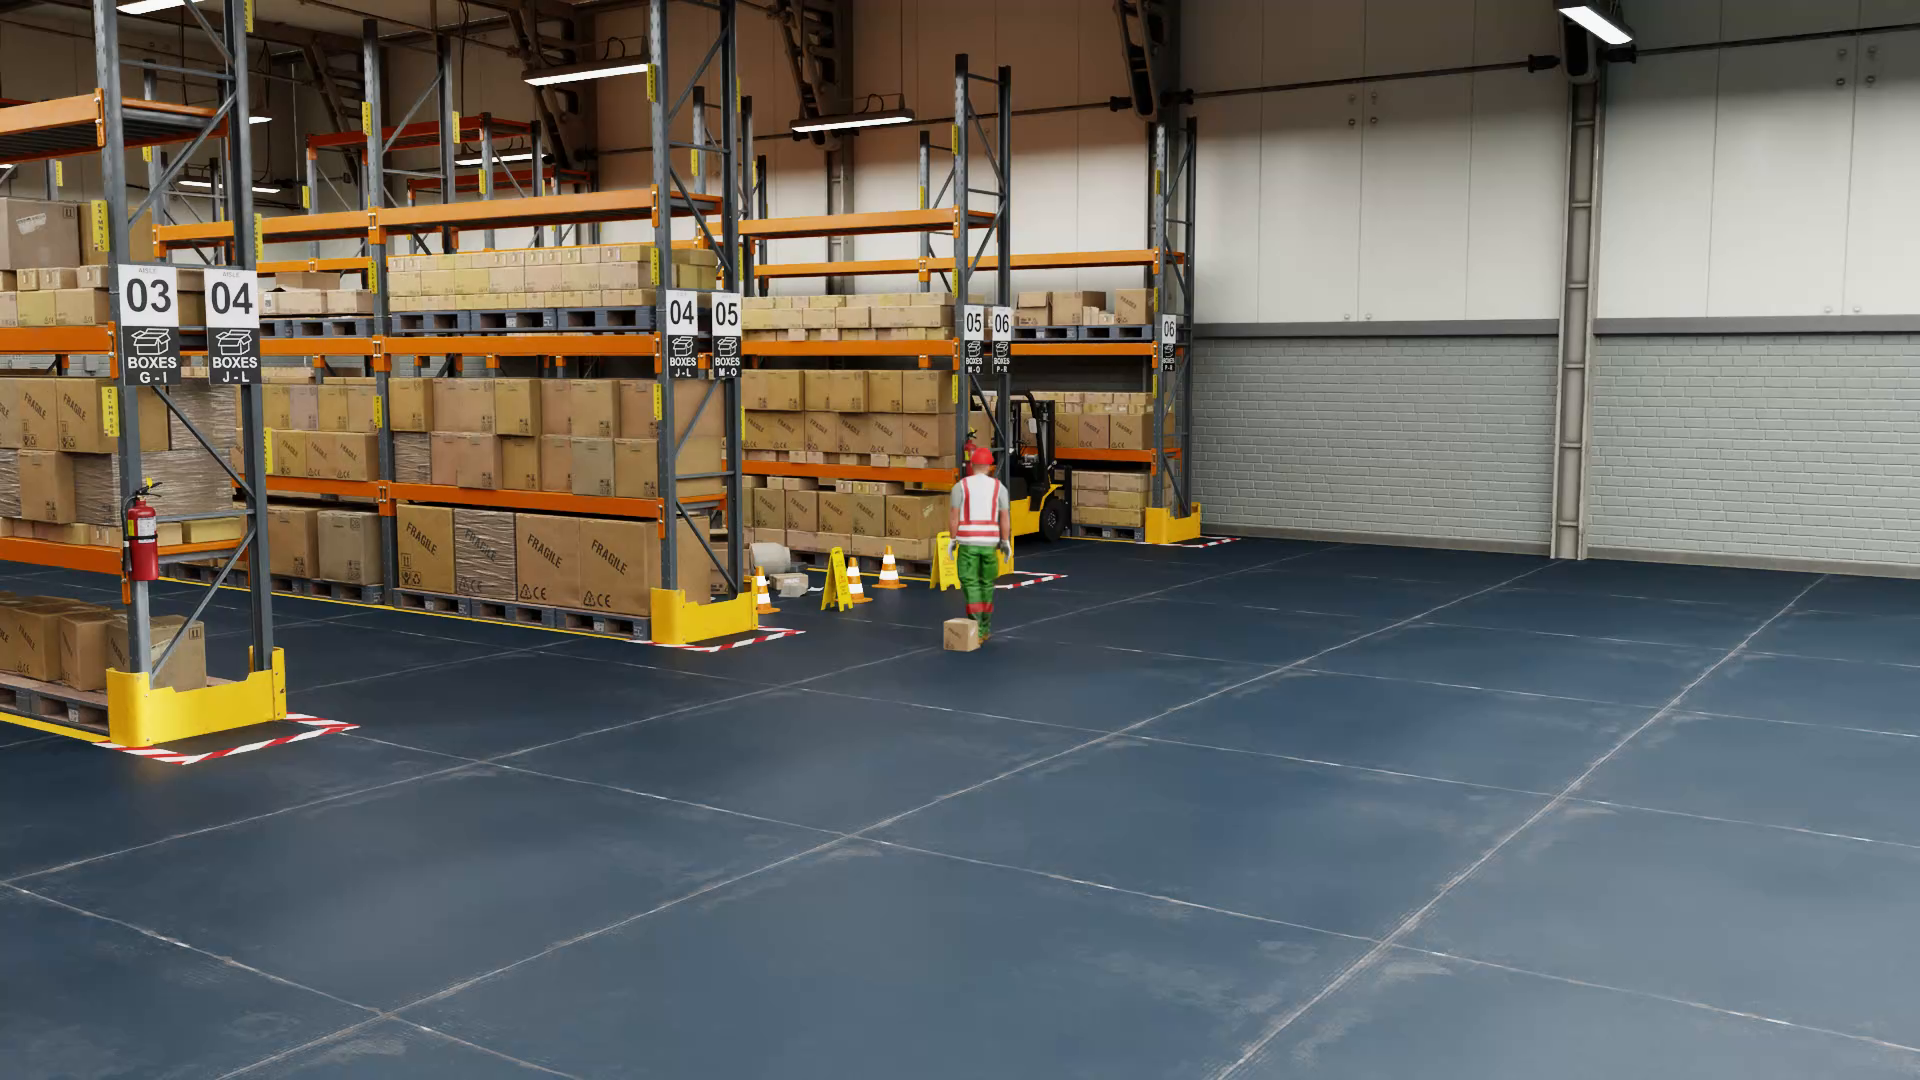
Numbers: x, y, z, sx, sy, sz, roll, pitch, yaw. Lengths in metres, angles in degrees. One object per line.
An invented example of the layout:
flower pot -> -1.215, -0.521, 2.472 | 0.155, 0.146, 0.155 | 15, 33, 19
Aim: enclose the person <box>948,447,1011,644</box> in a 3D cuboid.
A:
person -> 0.180, 0.049, 15.188 | 0.570, 1.788, 0.618 | -2, 6, -14
